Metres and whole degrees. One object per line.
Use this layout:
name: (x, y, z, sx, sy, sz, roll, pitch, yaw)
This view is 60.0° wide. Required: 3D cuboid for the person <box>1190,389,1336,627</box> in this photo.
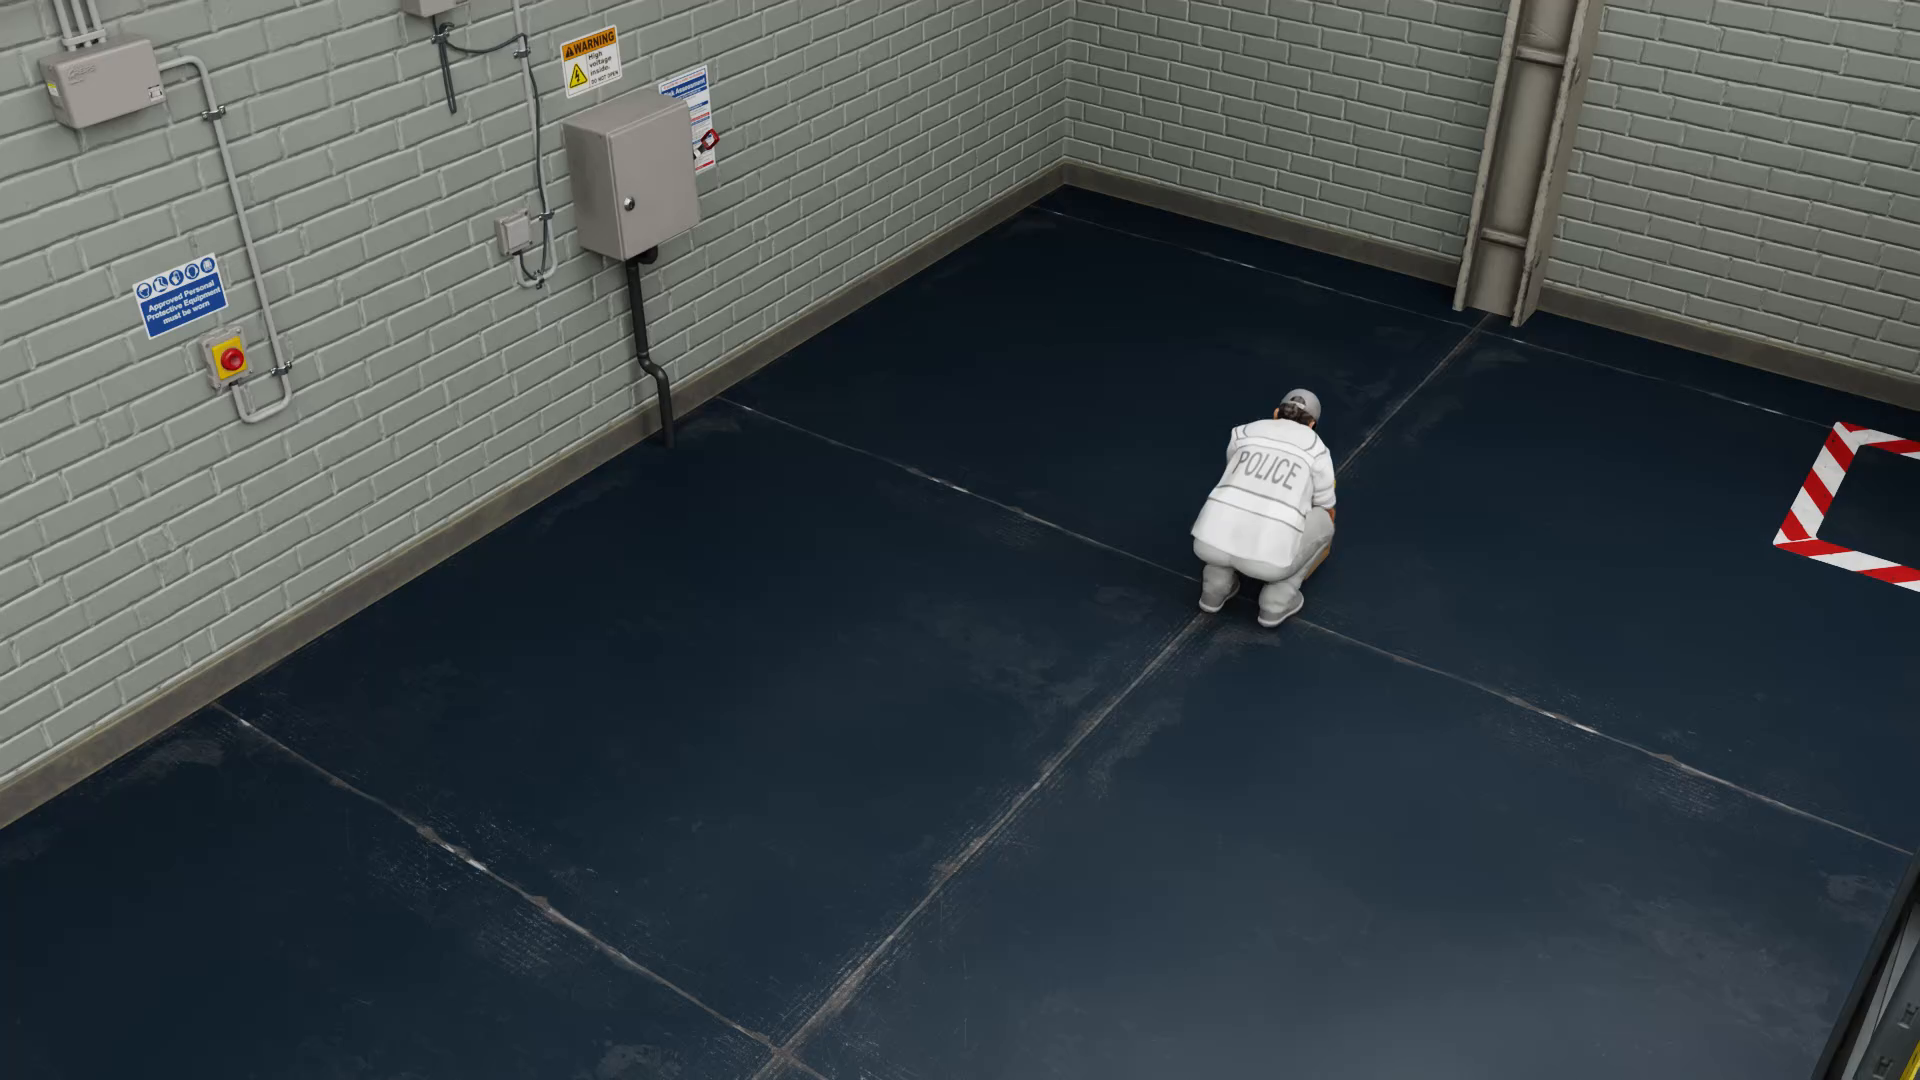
person: (1.299, -0.110, 7.024, 0.515, 0.850, 0.864, 22, 40, 28)
